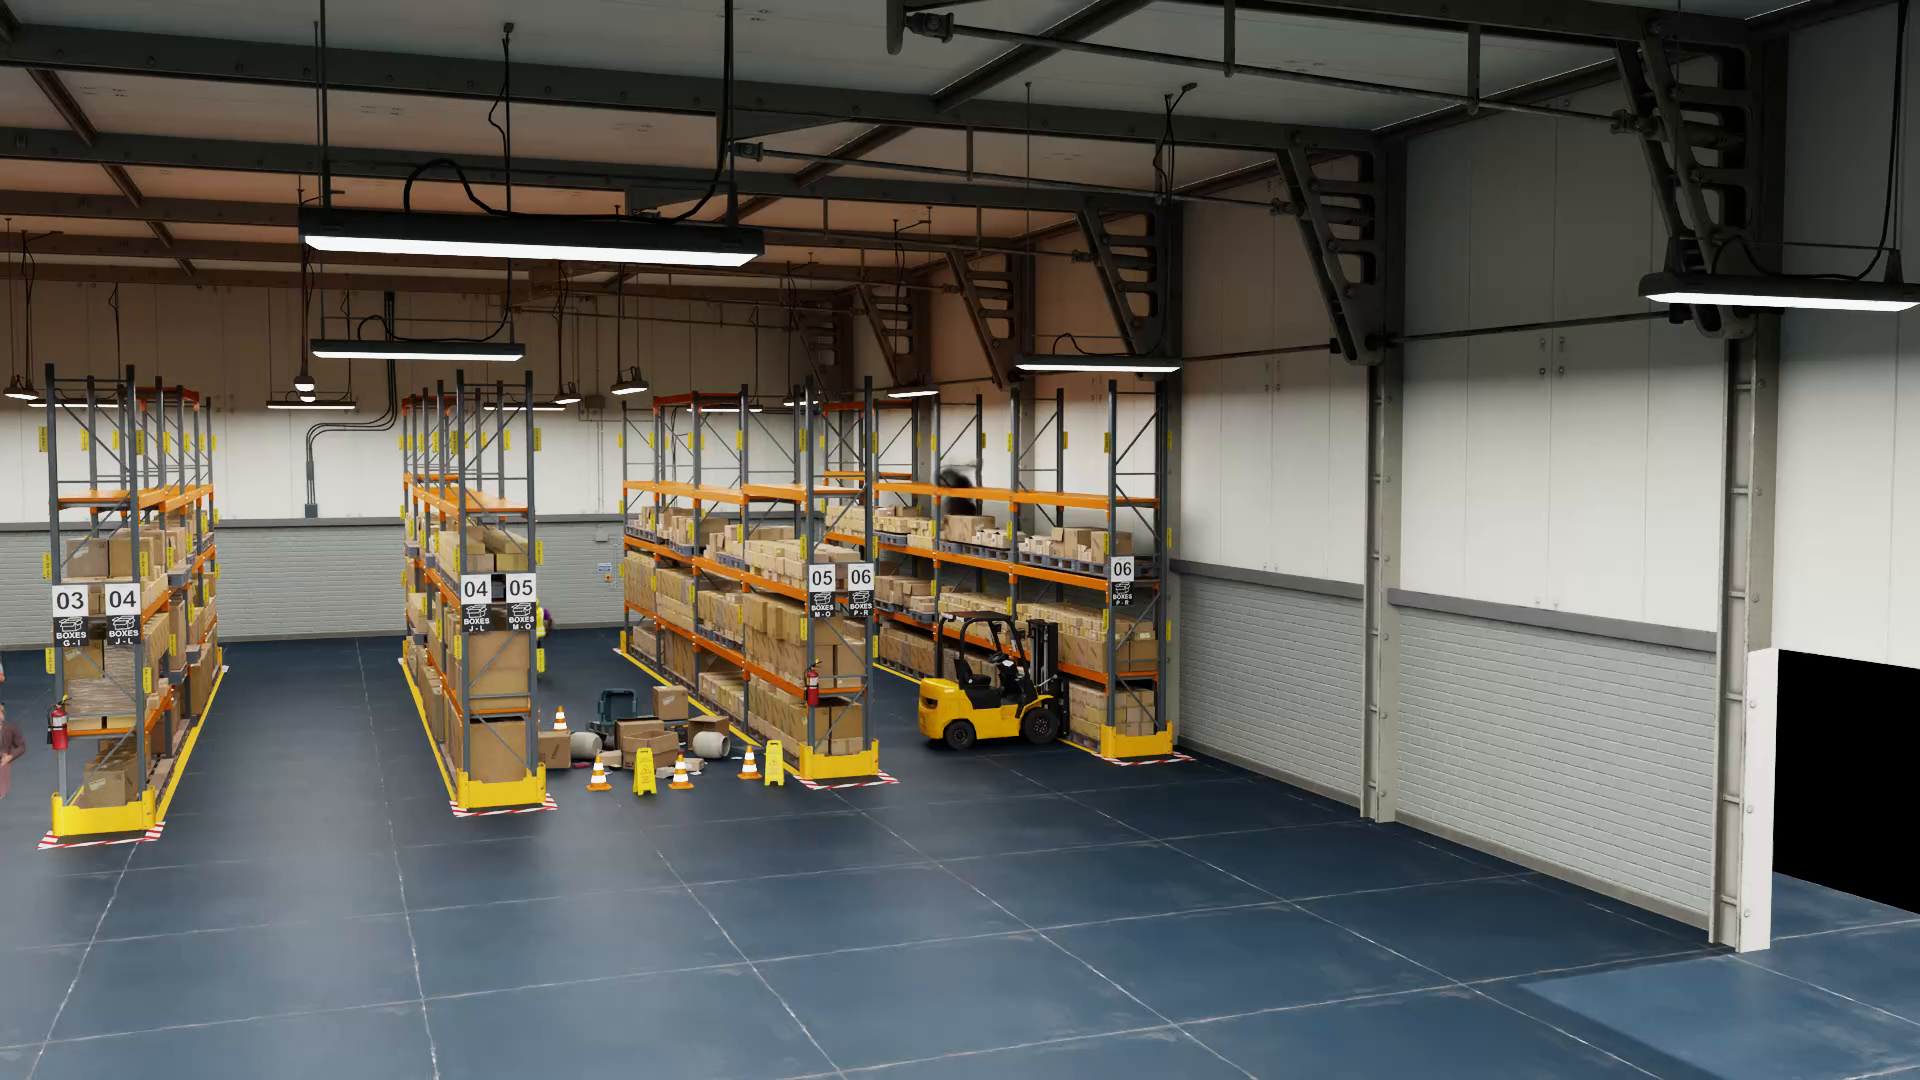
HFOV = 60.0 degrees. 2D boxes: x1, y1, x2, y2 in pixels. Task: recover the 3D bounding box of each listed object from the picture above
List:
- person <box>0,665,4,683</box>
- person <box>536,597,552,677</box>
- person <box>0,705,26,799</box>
[{"bbox_3d":[-15.990,2.541,27.172,0.663,1.748,0.780,-2,4,-29],"label":"person"},{"bbox_3d":[-9.090,2.062,35.525,0.618,1.742,0.793,-2,4,-36],"label":"person"},{"bbox_3d":[-11.984,2.931,20.597,0.736,1.803,0.987,-3,5,-44],"label":"person"}]
